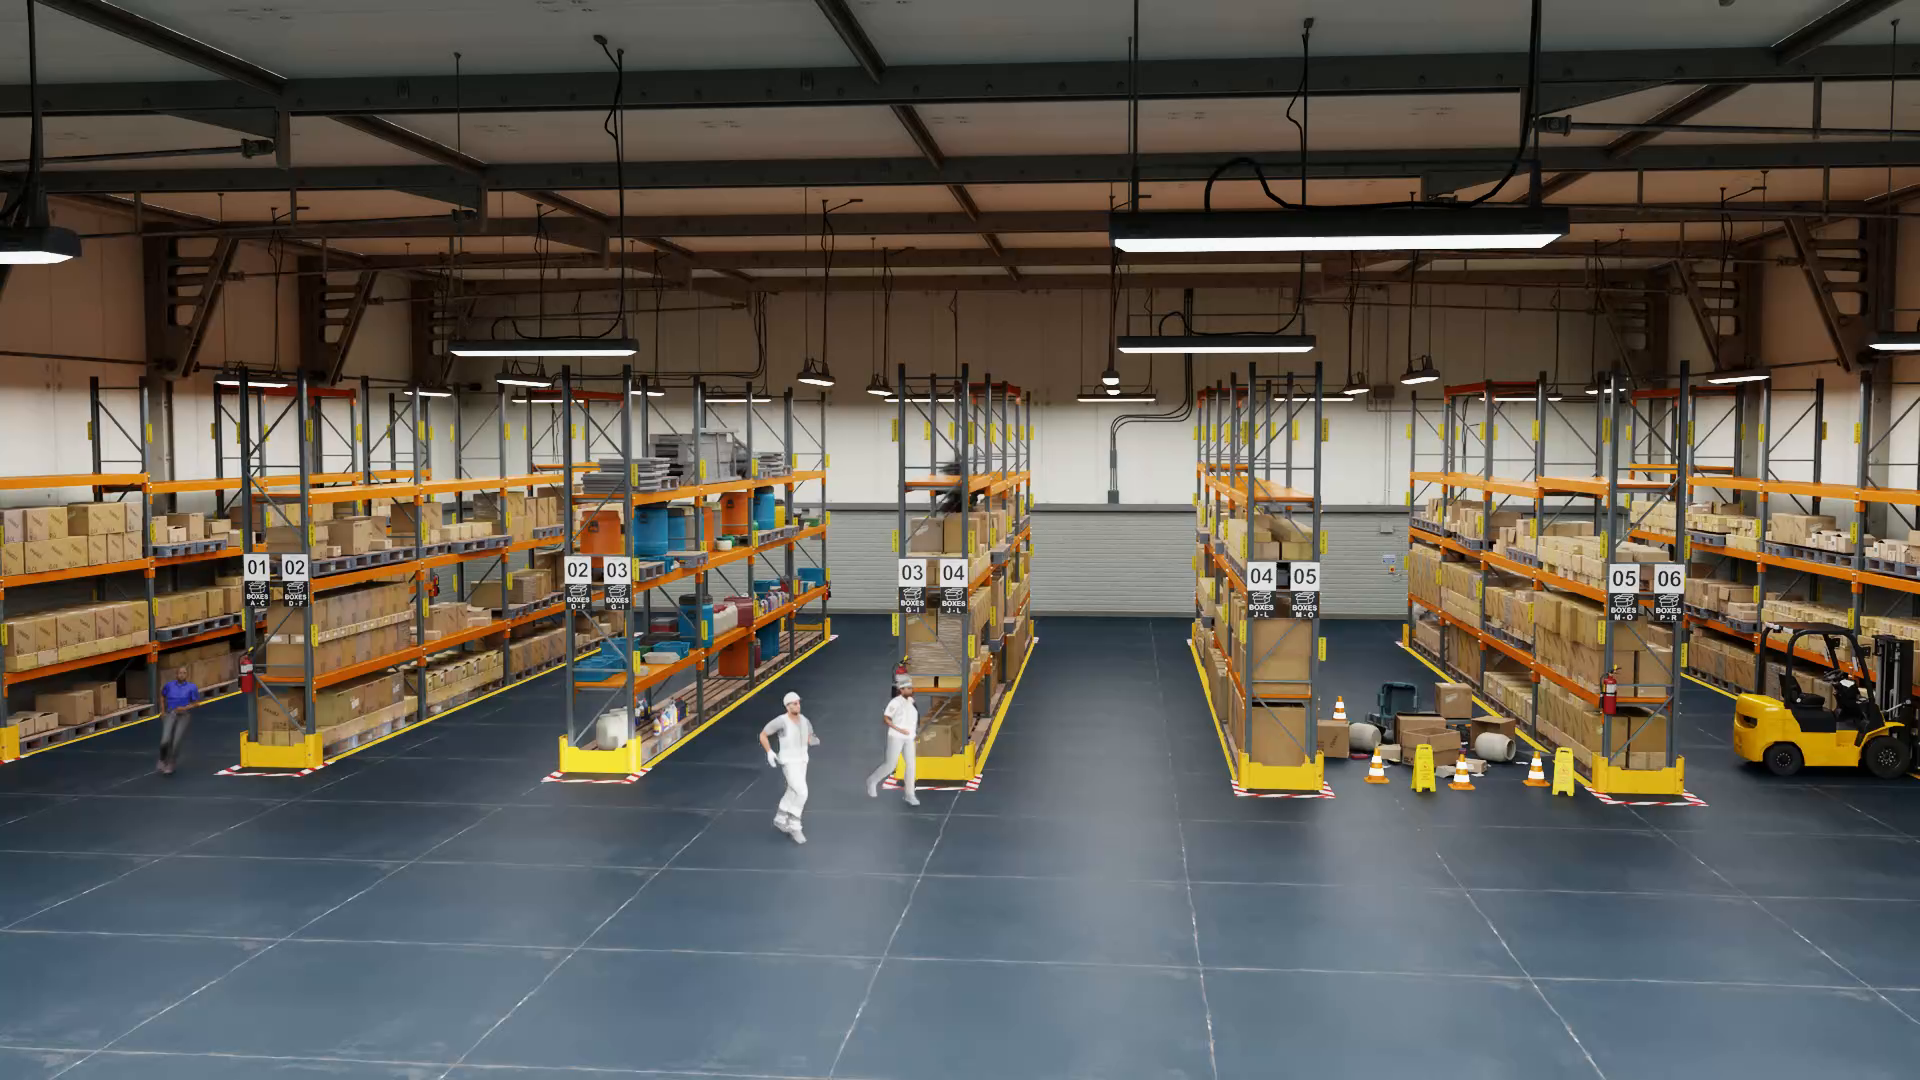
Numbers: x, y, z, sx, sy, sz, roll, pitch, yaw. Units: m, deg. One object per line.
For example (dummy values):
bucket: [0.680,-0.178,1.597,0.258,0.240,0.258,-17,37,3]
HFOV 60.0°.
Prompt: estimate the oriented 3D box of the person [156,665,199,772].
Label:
person: [-11.541,2.636,24.513,0.620,1.586,0.581,-1,4,-19]

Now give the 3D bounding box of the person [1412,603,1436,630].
person: [11.226,1.536,40.383,0.757,1.765,0.942,-3,5,-43]

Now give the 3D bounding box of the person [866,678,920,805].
person: [-0.783,2.707,22.640,0.924,1.665,0.661,4,5,44]

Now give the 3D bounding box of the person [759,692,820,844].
person: [-2.053,2.792,20.486,0.767,1.838,0.647,3,5,36]
